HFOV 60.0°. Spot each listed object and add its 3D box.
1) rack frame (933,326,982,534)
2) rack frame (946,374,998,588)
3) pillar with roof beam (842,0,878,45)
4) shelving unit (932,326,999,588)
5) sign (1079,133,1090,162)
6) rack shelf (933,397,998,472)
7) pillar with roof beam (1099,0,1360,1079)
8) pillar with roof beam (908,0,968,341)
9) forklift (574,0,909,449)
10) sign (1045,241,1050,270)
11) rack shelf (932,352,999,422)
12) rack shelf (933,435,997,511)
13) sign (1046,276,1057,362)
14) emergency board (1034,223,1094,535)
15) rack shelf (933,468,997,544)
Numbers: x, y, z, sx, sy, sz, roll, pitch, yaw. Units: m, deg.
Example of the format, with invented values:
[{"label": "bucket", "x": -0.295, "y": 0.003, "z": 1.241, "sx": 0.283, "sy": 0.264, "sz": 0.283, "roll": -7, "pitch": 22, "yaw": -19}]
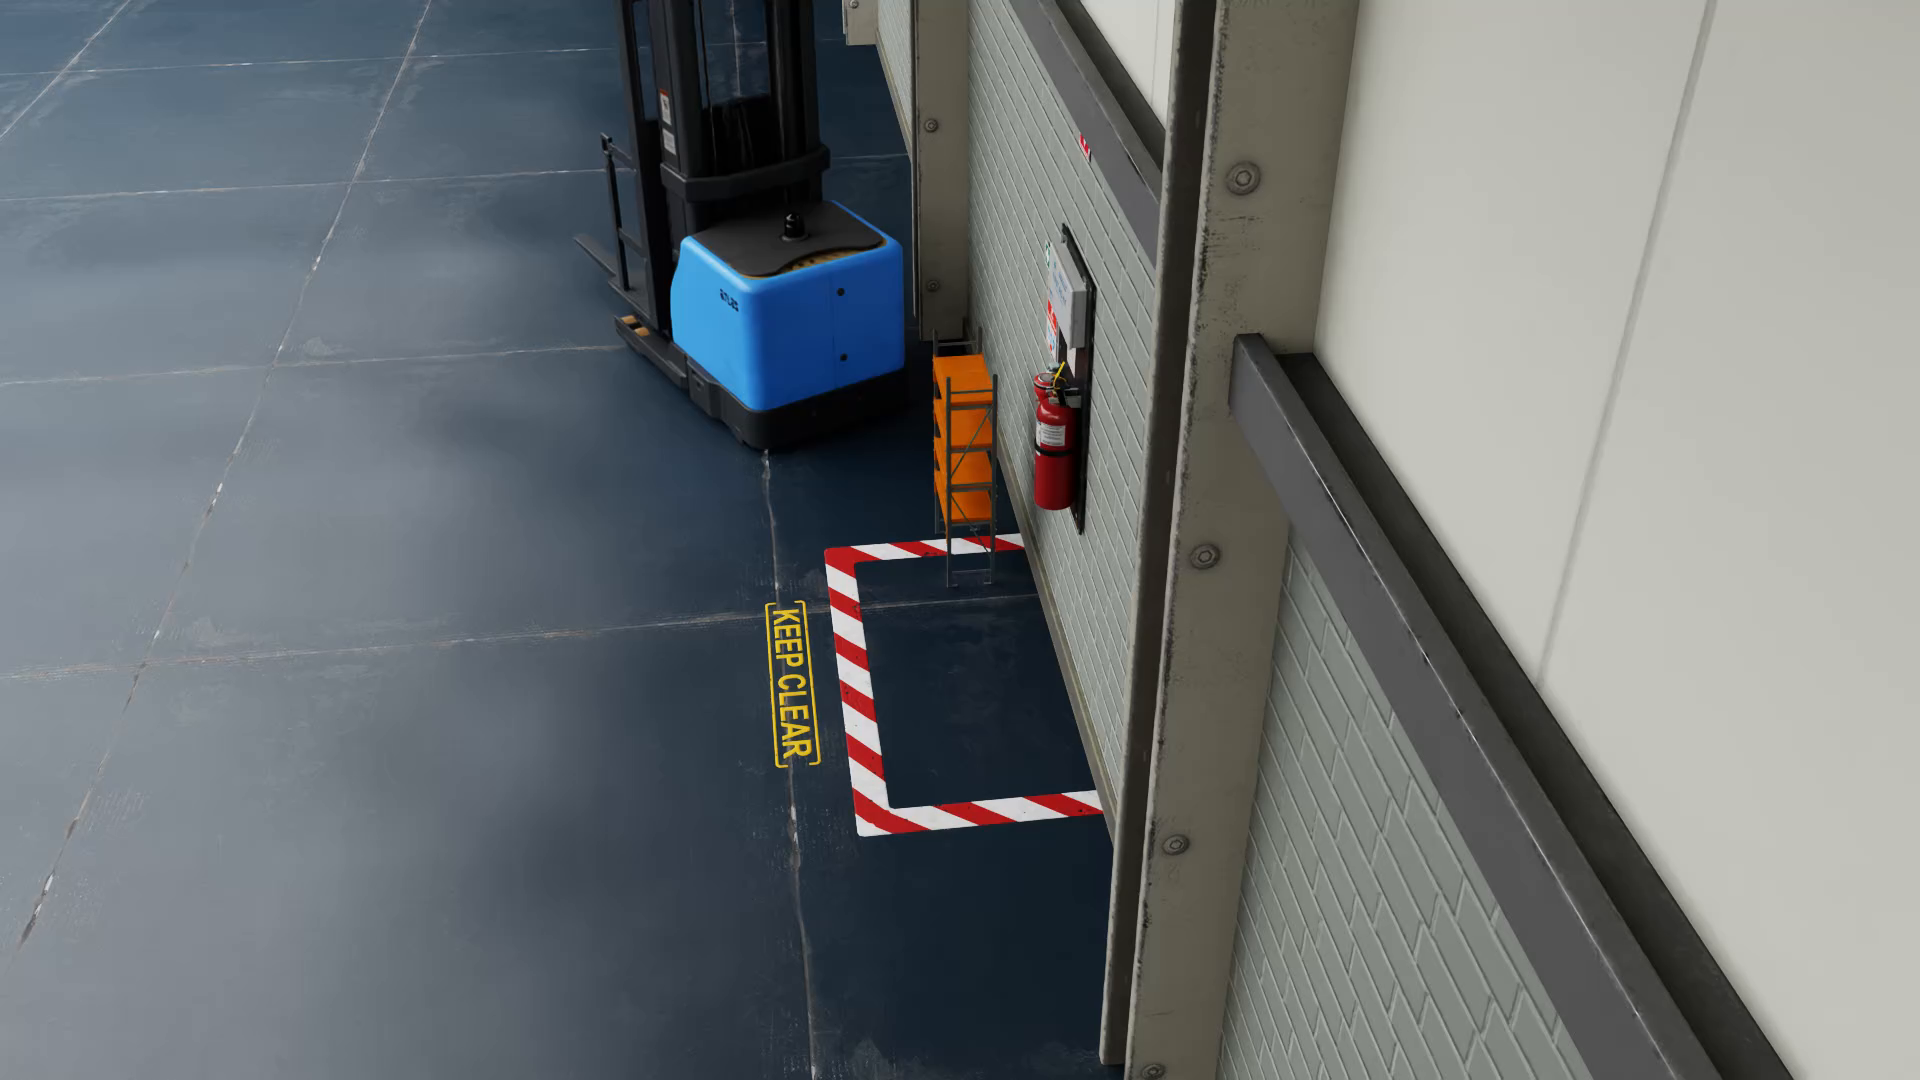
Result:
[{"label": "rack frame", "x": -0.011, "y": -0.540, "z": 8.476, "sx": 0.240, "sy": 1.200, "sz": 0.015, "roll": -4, "pitch": 35, "yaw": -6}, {"label": "rack frame", "x": 0.055, "y": -0.267, "z": 8.077, "sx": 0.240, "sy": 1.200, "sz": 0.015, "roll": -4, "pitch": 35, "yaw": -6}, {"label": "pillar with roof beam", "x": -5.197, "y": -8.134, "z": 12.695, "sx": 9.100, "sy": 9.000, "sz": 0.400, "roll": -4, "pitch": 35, "yaw": -6}, {"label": "shelving unit", "x": 0.022, "y": -0.403, "z": 8.277, "sx": 0.258, "sy": 1.200, "sz": 0.503, "roll": -4, "pitch": 35, "yaw": -6}, {"label": "sign", "x": 0.485, "y": -1.636, "z": 6.429, "sx": 0.001, "sy": 0.298, "sz": 0.199, "roll": -4, "pitch": 35, "yaw": -6}, {"label": "rack shelf", "x": 0.022, "y": -0.533, "z": 8.189, "sx": 0.258, "sy": 0.148, "sz": 0.480, "roll": -4, "pitch": 35, "yaw": -6}, {"label": "pillar with roof beam", "x": -3.583, "y": -1.437, "z": 2.869, "sx": 9.100, "sy": 9.000, "sz": 0.400, "roll": -4, "pitch": 35, "yaw": -6}, {"label": "pillar with roof beam", "x": -4.390, "y": -4.786, "z": 7.782, "sx": 9.100, "sy": 9.000, "sz": 0.400, "roll": -4, "pitch": 35, "yaw": -6}, {"label": "forklift", "x": -1.538, "y": -2.515, "z": 9.838, "sx": 1.130, "sy": 2.935, "sz": 3.031, "roll": -21, "pitch": 39, "yaw": -27}, {"label": "sign", "x": 0.407, "y": -1.213, "z": 7.364, "sx": 0.001, "sy": 0.109, "sz": 0.331, "roll": -4, "pitch": 35, "yaw": -6}, {"label": "rack shelf", "x": 0.022, "y": -0.728, "z": 8.055, "sx": 0.258, "sy": 0.148, "sz": 0.480, "roll": -4, "pitch": 35, "yaw": -6}, {"label": "rack shelf", "x": 0.022, "y": -0.348, "z": 8.314, "sx": 0.258, "sy": 0.148, "sz": 0.480, "roll": -4, "pitch": 35, "yaw": -6}, {"label": "sign", "x": 0.416, "y": -0.997, "z": 7.518, "sx": 0.001, "sy": 0.329, "sz": 0.234, "roll": -4, "pitch": 35, "yaw": -6}, {"label": "emergency board", "x": 0.388, "y": -0.666, "z": 7.064, "sx": 0.194, "sy": 1.169, "sz": 0.643, "roll": -4, "pitch": 35, "yaw": -6}, {"label": "rack shelf", "x": 0.022, "y": -0.184, "z": 8.426, "sx": 0.258, "sy": 0.148, "sz": 0.480, "roll": -4, "pitch": 35, "yaw": -6}]
